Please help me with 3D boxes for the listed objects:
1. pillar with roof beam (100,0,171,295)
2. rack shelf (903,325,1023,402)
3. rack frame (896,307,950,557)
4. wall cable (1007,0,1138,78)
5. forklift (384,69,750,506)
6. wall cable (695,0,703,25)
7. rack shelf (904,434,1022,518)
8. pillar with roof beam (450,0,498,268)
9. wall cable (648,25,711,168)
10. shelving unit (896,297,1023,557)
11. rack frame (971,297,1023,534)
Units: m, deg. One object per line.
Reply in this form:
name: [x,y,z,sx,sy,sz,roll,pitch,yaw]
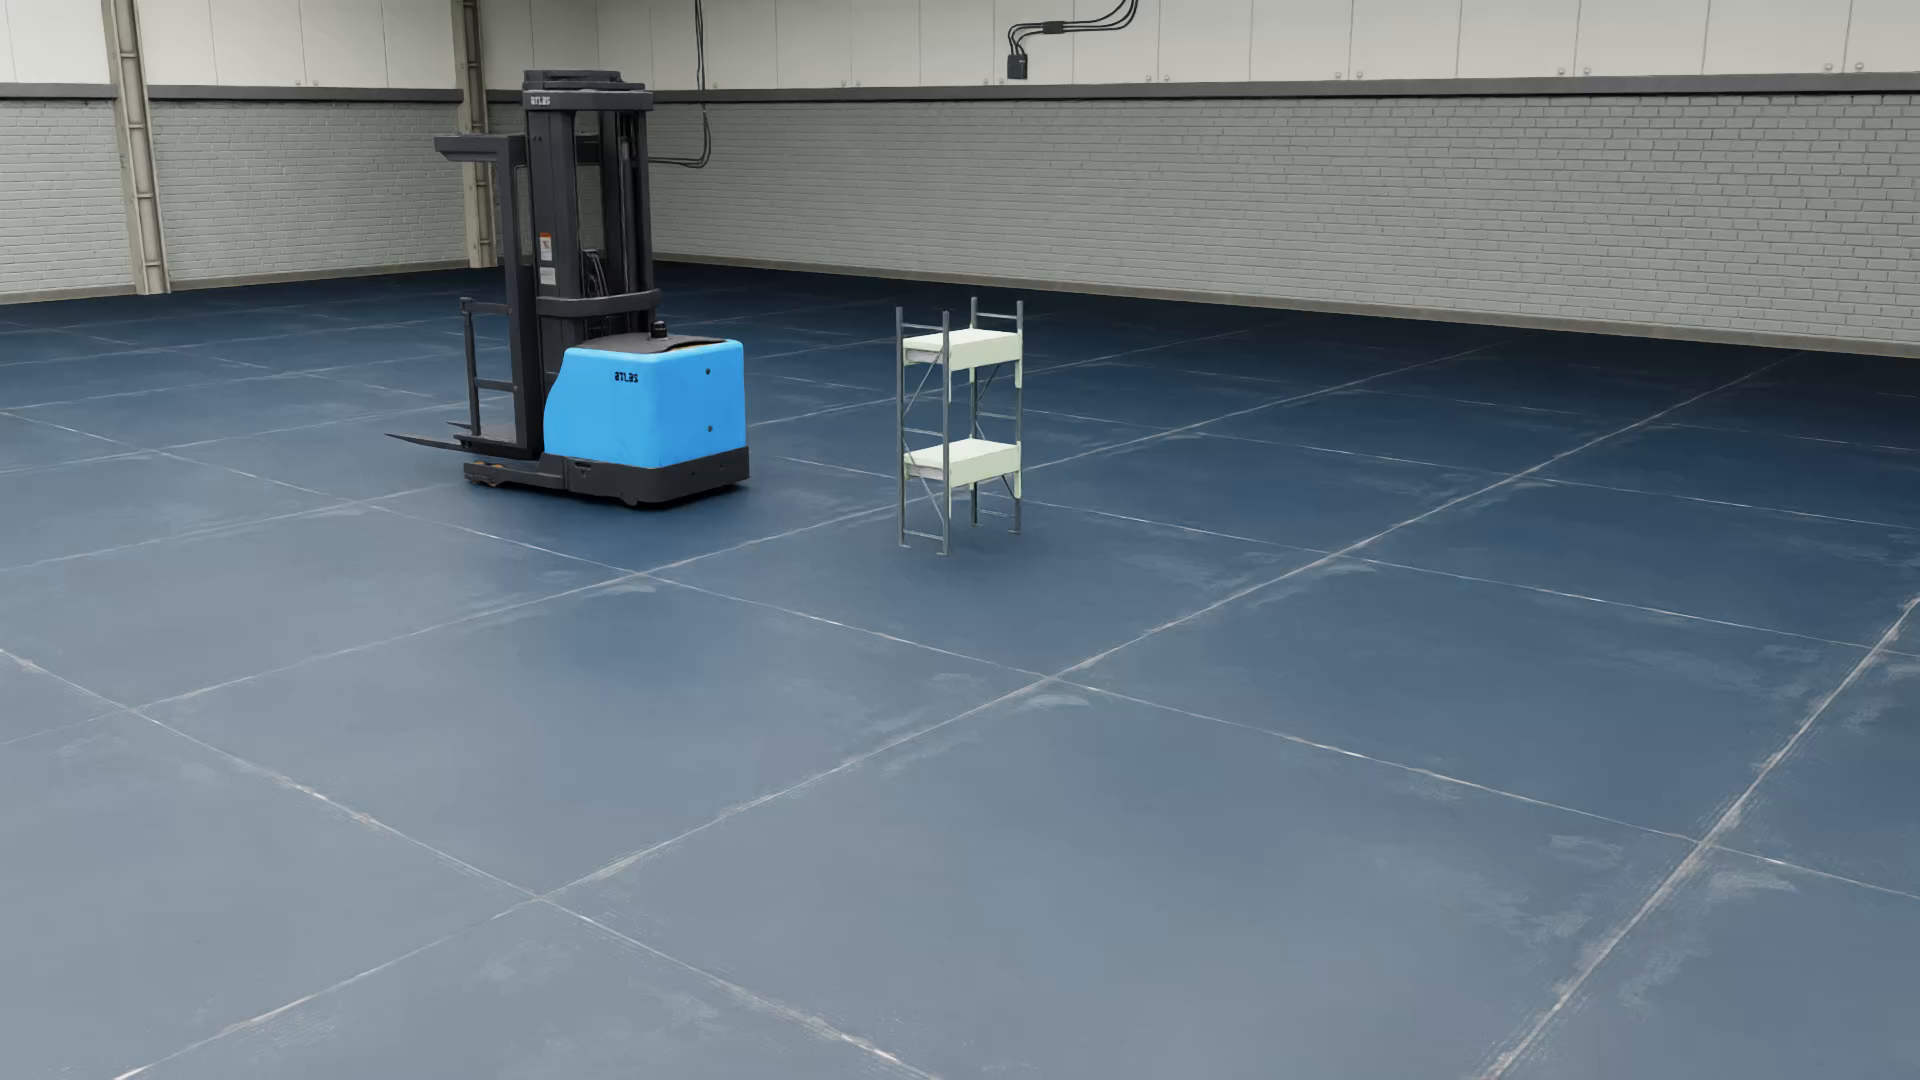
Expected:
pillar with roof beam: [-9.030,-7.480,21.791,9.100,9.000,0.400,11,18,38]
rack shelf: [0.004,-1.106,10.347,0.431,0.370,0.720,11,18,38]
rack frame: [-0.226,-0.658,10.167,0.400,1.500,0.023,11,18,38]
wall cable: [1.647,-9.831,24.139,2.305,6.003,0.169,11,18,38]
forklift: [-3.050,-1.905,12.171,3.031,2.935,1.130,9,17,32]
wall cable: [-3.623,-10.179,28.465,3.097,2.526,0.112,11,18,38]
rack shelf: [0.004,-0.412,10.524,0.431,0.370,0.720,11,18,38]
pillar with roof beam: [-5.258,-8.629,26.314,9.100,9.000,0.400,11,18,38]
wall cable: [-5.727,-8.150,30.735,3.097,2.526,0.112,11,18,38]
shelving unit: [0.004,-0.728,10.443,0.431,1.500,0.755,11,18,38]
rack frame: [0.234,-0.798,10.719,0.400,1.500,0.023,11,18,38]
